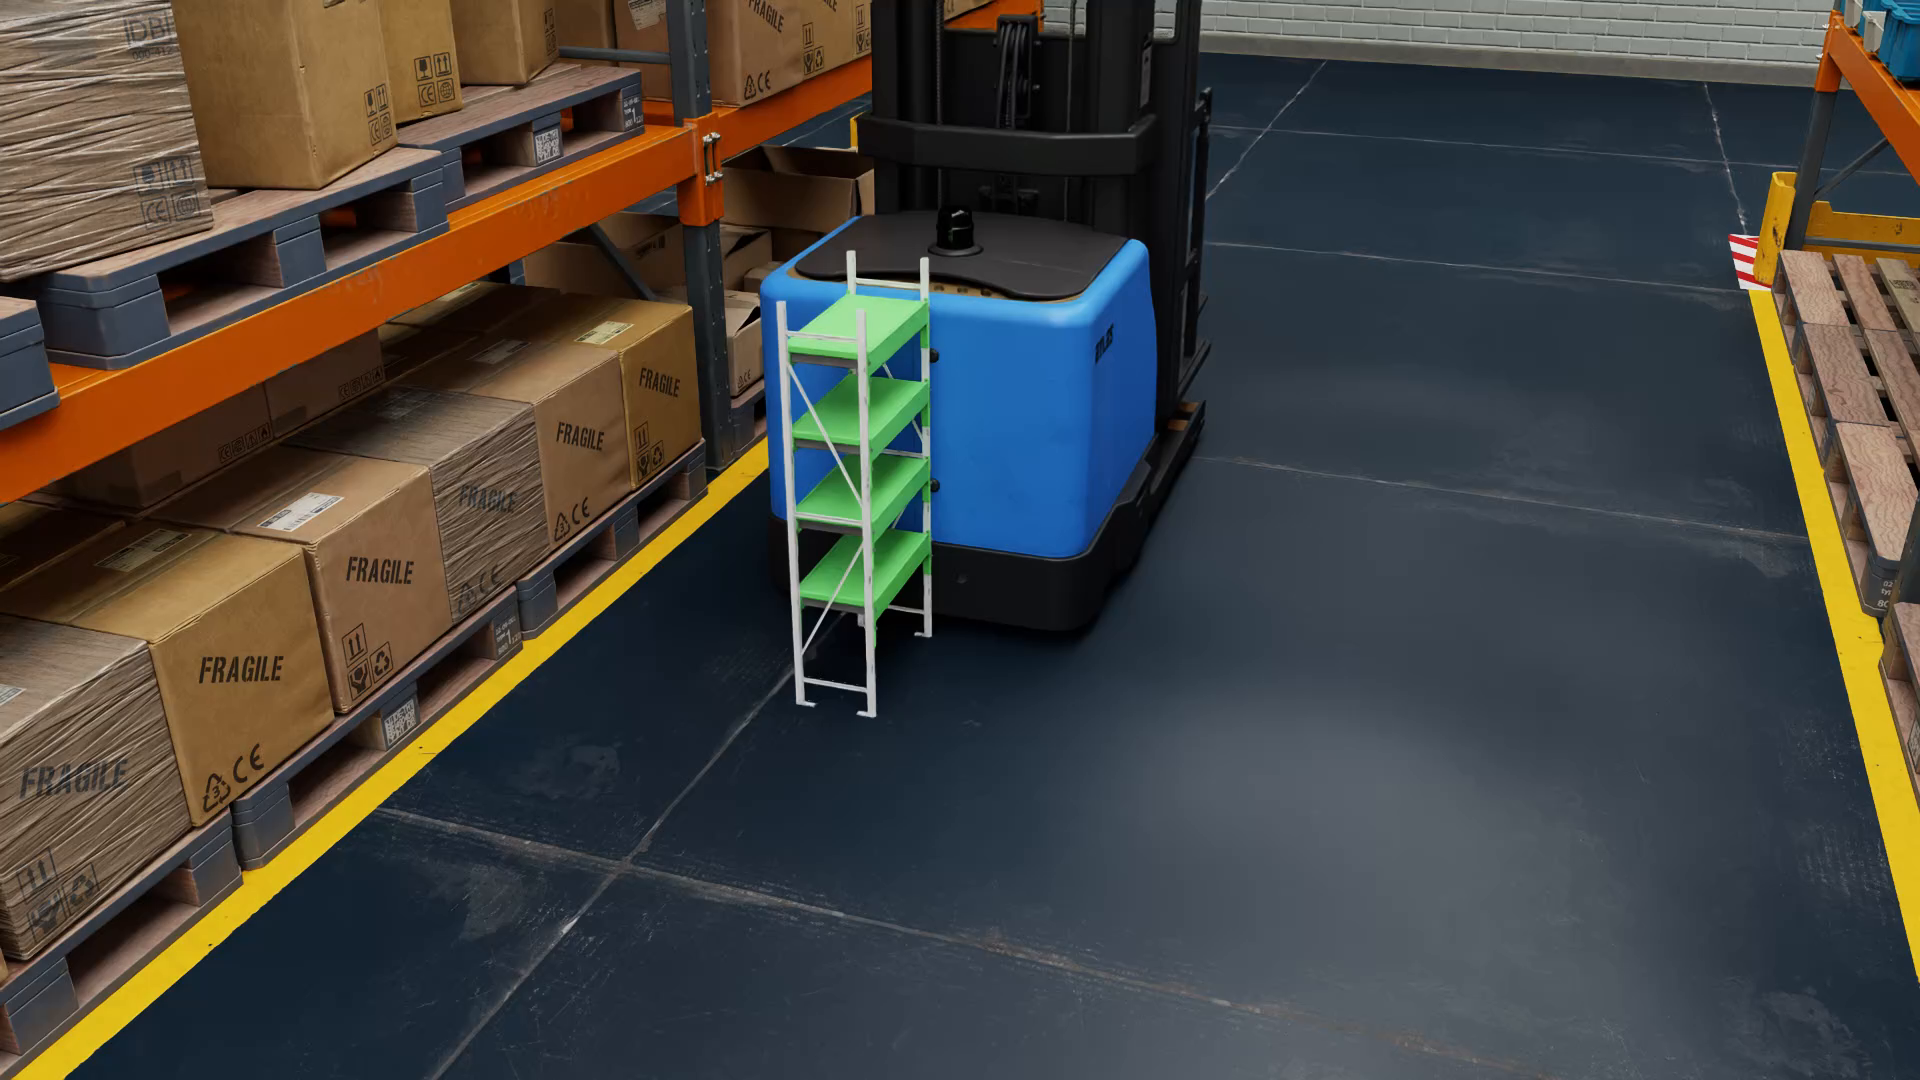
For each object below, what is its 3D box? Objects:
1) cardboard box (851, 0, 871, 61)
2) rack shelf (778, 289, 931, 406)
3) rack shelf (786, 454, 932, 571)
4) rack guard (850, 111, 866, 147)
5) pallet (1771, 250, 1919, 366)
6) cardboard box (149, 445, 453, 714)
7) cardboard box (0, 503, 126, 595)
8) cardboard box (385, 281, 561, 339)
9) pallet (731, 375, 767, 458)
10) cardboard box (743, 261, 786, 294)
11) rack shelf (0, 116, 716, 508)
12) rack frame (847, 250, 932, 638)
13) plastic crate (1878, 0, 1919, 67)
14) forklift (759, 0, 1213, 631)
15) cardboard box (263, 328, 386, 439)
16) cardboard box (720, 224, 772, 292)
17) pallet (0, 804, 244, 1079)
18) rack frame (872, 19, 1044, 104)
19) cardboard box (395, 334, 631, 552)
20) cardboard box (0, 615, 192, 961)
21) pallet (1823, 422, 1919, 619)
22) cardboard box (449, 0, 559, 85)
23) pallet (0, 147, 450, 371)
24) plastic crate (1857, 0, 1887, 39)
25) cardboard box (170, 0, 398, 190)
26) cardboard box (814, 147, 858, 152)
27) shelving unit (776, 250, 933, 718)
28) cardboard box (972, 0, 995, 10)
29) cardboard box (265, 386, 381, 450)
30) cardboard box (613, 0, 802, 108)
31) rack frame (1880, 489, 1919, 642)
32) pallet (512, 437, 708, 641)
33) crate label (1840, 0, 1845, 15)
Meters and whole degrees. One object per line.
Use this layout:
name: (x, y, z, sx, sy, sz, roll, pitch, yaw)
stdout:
cardboard box: (-0.589, -2.327, 6.998, 0.500, 0.500, 0.500, 9, 27, 17)
rack shelf: (-0.278, -0.530, 4.513, 0.258, 0.148, 0.480, 8, 27, 16)
rack shelf: (-0.278, -0.098, 4.722, 0.258, 0.148, 0.480, 8, 27, 16)
rack guard: (-0.046, -2.183, 9.685, 1.175, 0.500, 0.348, 9, 27, 17)
pallet: (4.338, -1.031, 7.637, 1.003, 0.211, 1.213, 9, 27, 17)
cardboard box: (-1.753, 0.093, 4.479, 0.500, 0.500, 0.500, 8, 27, 16)
cardboard box: (-2.421, 0.244, 4.167, 0.500, 0.500, 0.500, 8, 27, 16)
cardboard box: (-1.743, -0.605, 5.921, 0.500, 0.500, 0.500, 8, 27, 15)
pallet: (-1.122, -0.722, 7.000, 1.003, 0.211, 1.213, 9, 27, 17)
cardboard box: (-0.730, -1.116, 7.360, 0.380, 0.166, 0.250, 9, 27, 17)
rack shelf: (-2.017, -0.550, 4.269, 1.077, 0.370, 4.000, 9, 27, 17)
rack frame: (-0.202, -0.257, 4.903, 0.240, 1.200, 0.015, 8, 27, 16)
plastic crate: (3.818, -1.976, 6.513, 0.416, 0.233, 0.300, 9, 27, 17)
forklift: (0.331, -1.664, 5.823, 1.130, 2.935, 3.031, 8, 27, 16)
cardboard box: (-2.075, -0.532, 4.909, 0.500, 0.250, 0.500, 9, 27, 18)
cardboard box: (-1.180, -1.267, 7.505, 0.500, 0.311, 0.500, 9, 27, 17)
pallet: (-2.399, 0.902, 3.645, 1.003, 0.211, 1.213, 9, 27, 17)
rack frame: (-0.021, -3.339, 9.205, 1.000, 3.000, 0.127, 9, 27, 17)
cardboard box: (-1.418, -0.322, 5.337, 0.500, 0.500, 0.500, 9, 27, 18)
cardboard box: (-2.093, 0.514, 3.610, 0.500, 0.500, 0.500, 8, 27, 16)
pallet: (3.526, -0.028, 5.566, 1.003, 0.211, 1.213, 9, 27, 17)
cardboard box: (-1.720, -1.767, 5.361, 0.700, 0.500, 0.500, 0, 26, 0)
pallet: (-2.040, -0.765, 4.109, 1.003, 0.211, 1.213, 9, 27, 17)
plastic crate: (4.037, -2.247, 7.072, 0.416, 0.233, 0.300, 9, 27, 17)
cardboard box: (-1.882, -1.195, 4.178, 0.700, 0.500, 0.500, 2, 26, 4)
cardboard box: (-0.636, -1.912, 8.907, 0.500, 0.250, 0.500, 9, 27, 17)
shelving unit: (-0.278, -0.155, 4.694, 0.258, 1.200, 0.503, 8, 27, 16)
cardboard box: (-0.083, -2.947, 8.280, 0.500, 0.500, 0.500, 9, 27, 18)
cardboard box: (-2.083, -0.180, 5.043, 0.500, 0.500, 0.500, 9, 27, 18)
cardboard box: (-0.925, -1.910, 6.139, 0.500, 0.500, 0.500, 9, 27, 19)
rack frame: (3.318, -0.976, 4.323, 1.000, 3.000, 0.127, 9, 27, 17)
pallet: (-1.587, -0.101, 5.716, 1.003, 0.211, 1.213, 9, 27, 17)
crate label: (4.256, -2.517, 7.630, 0.416, 0.233, 0.303, 9, 27, 17)
